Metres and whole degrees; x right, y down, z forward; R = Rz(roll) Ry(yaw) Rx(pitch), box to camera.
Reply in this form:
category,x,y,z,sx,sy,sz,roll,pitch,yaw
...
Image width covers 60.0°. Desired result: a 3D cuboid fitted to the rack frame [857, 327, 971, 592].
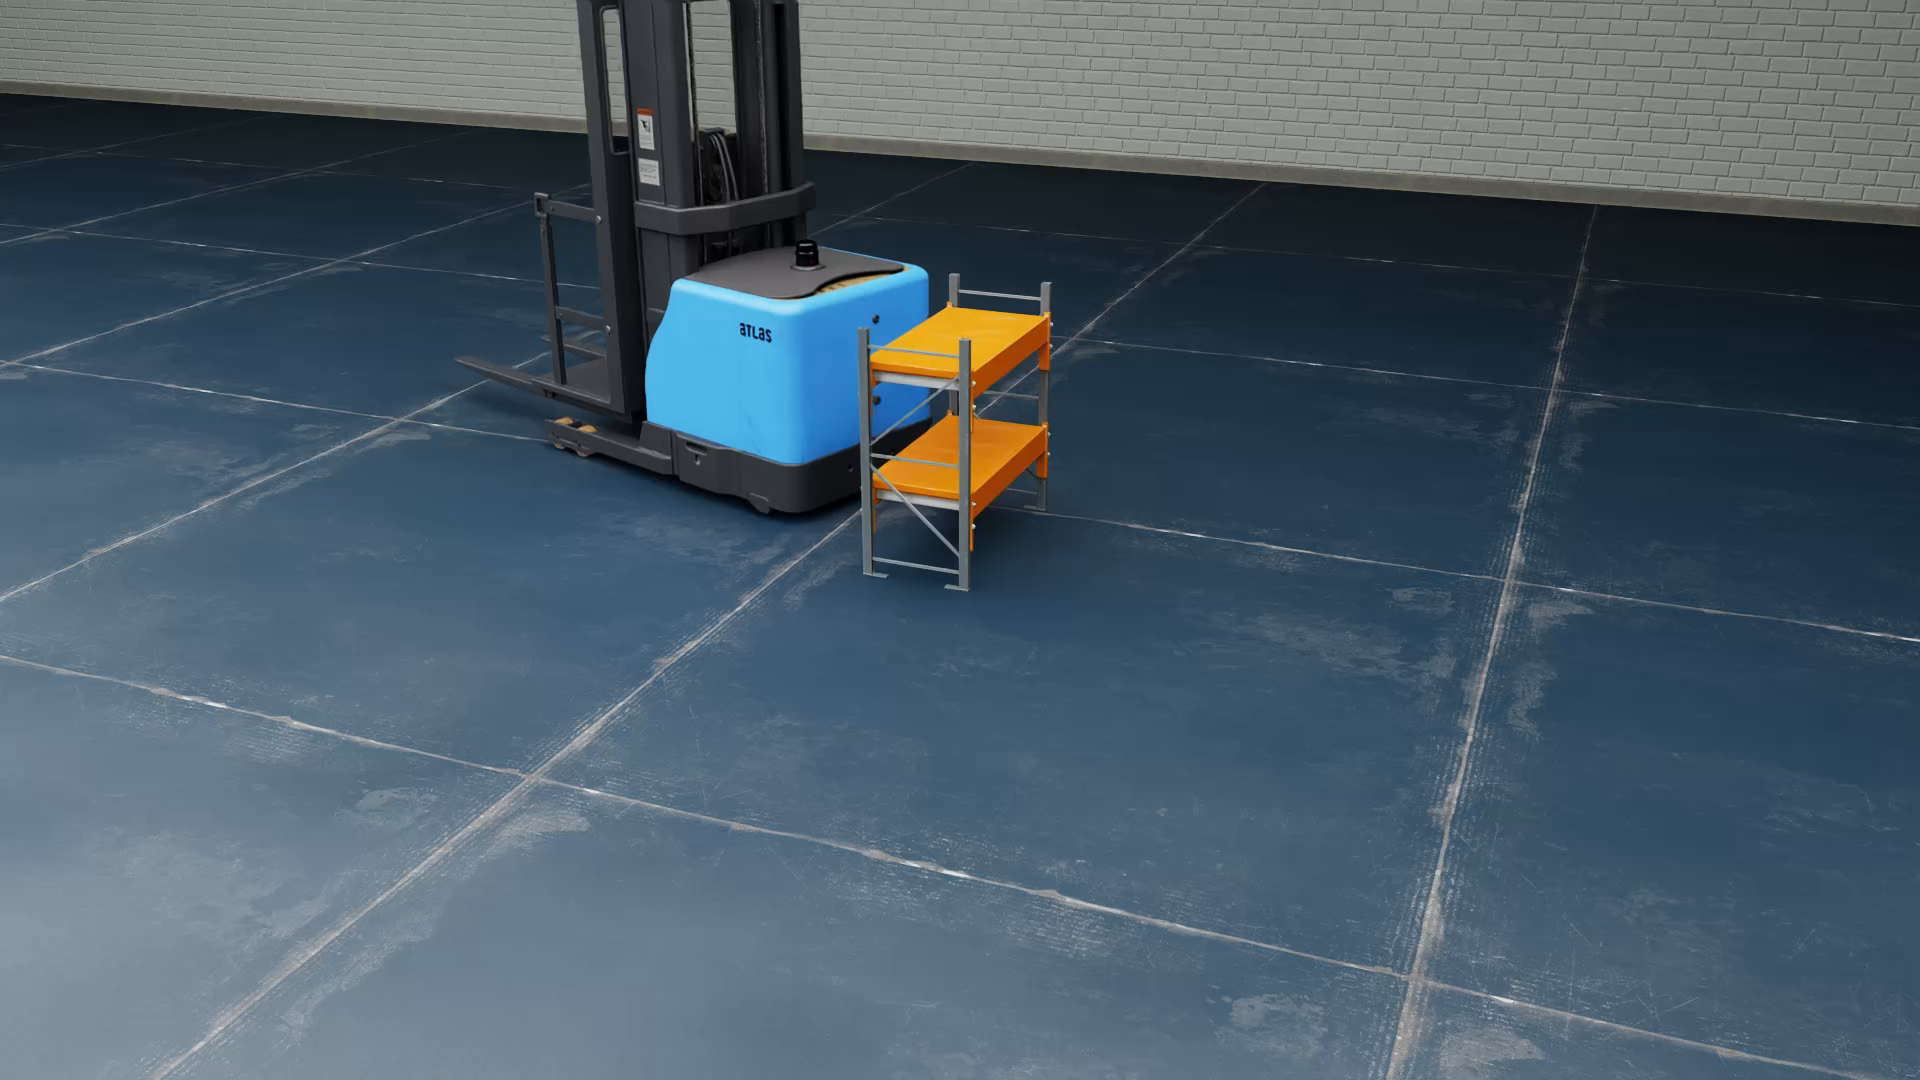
category,x,y,z,sx,sy,sz,roll,pitch,yaw
rack frame,-0.191,-0.335,7.092,0.500,1.125,0.032,9,24,20

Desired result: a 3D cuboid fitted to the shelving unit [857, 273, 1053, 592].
category,x,y,z,sx,sy,sz,roll,pitch,yaw
shelving unit,-0.002,-0.517,7.527,0.538,1.125,1.048,9,24,20

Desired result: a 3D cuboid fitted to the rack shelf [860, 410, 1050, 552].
category,x,y,z,sx,sy,sz,roll,pitch,yaw
rack shelf,-0.002,-0.291,7.622,0.538,0.278,1.000,9,24,20

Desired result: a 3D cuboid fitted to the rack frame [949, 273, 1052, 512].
category,x,y,z,sx,sy,sz,roll,pitch,yaw
rack frame,0.186,-0.699,7.963,0.500,1.125,0.032,9,24,20

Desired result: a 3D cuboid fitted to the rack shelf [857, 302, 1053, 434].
category,x,y,z,sx,sy,sz,roll,pitch,yaw
rack shelf,-0.002,-0.787,7.415,0.538,0.278,1.000,9,24,20

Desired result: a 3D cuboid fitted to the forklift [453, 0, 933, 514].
category,x,y,z,sx,sy,sz,roll,pitch,yaw
forklift,-1.590,-1.928,8.563,3.031,2.935,1.130,18,29,37
